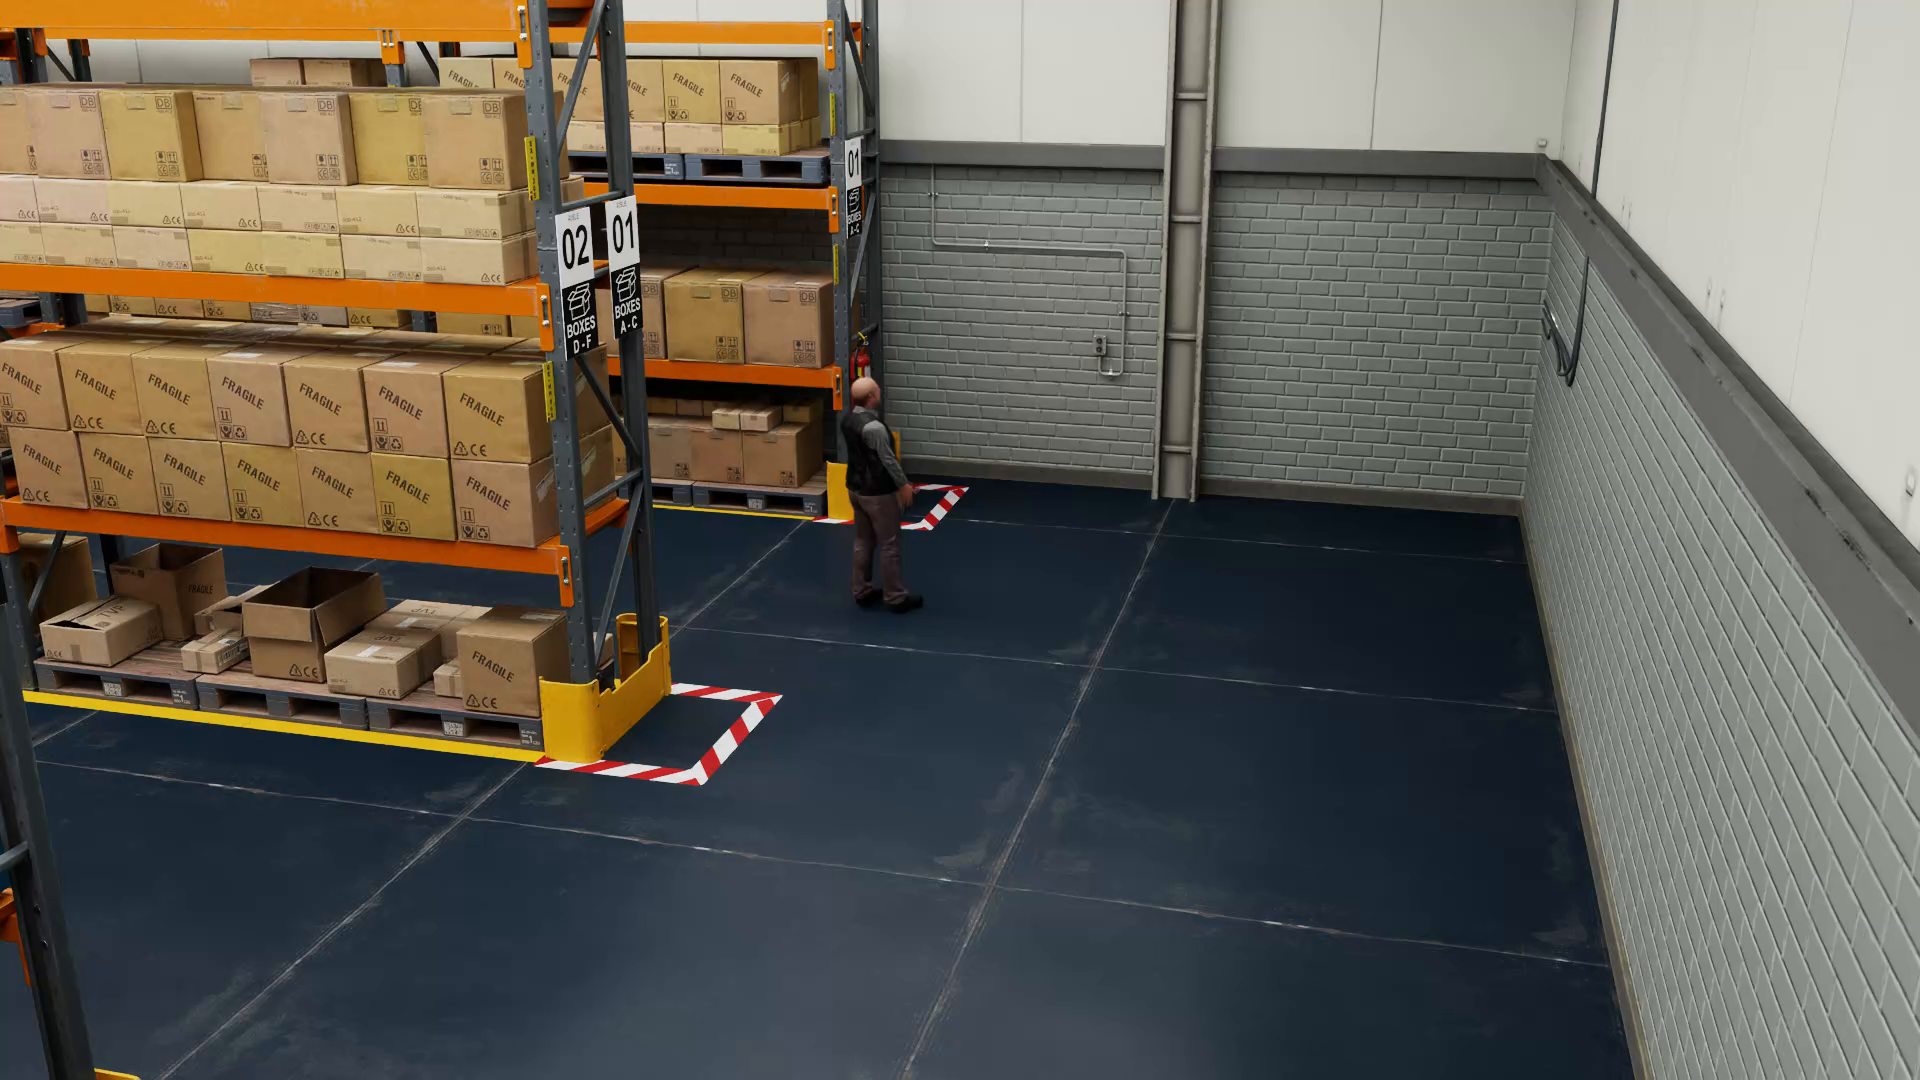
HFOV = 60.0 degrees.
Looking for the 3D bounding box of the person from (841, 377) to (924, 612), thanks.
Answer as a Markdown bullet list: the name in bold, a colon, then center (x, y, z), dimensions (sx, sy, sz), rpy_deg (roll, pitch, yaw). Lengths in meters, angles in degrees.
- **person**: center (-0.569, -0.314, 12.127), dimensions (0.516, 1.654, 0.534), rpy_deg (-10, 21, -28)
